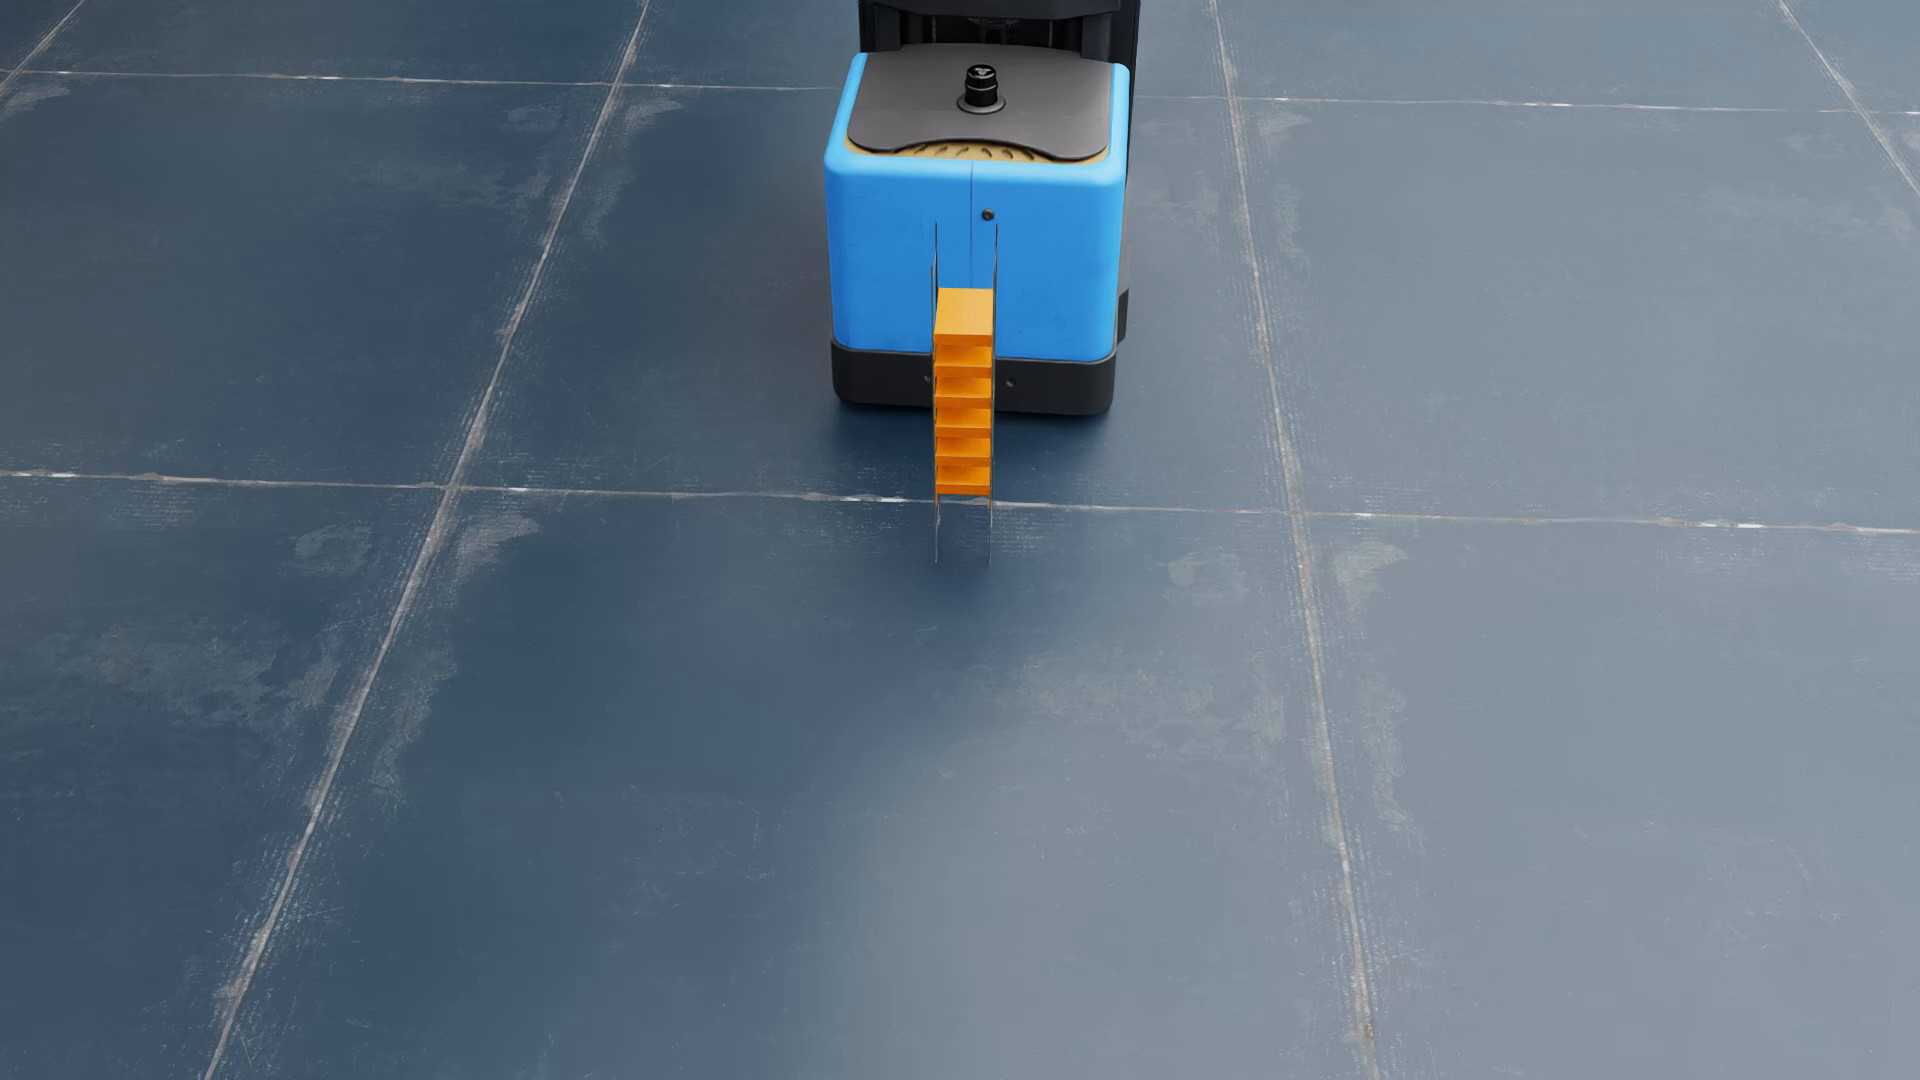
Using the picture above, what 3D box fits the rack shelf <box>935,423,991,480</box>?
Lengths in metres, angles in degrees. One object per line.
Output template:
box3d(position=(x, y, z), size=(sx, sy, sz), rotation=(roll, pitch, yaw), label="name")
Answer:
box3d(position=(0.014, -0.318, 5.453), size=(0.180, 0.103, 0.258), rotation=(2, 43, 2), label="rack shelf")

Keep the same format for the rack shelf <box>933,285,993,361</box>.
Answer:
box3d(position=(0.014, -0.669, 5.125), size=(0.180, 0.103, 0.258), rotation=(2, 43, 2), label="rack shelf")

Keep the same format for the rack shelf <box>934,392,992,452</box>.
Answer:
box3d(position=(0.014, -0.406, 5.371), size=(0.180, 0.103, 0.258), rotation=(2, 43, 2), label="rack shelf")

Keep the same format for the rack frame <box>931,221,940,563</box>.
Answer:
box3d(position=(-0.077, -0.441, 5.344), size=(0.006, 1.200, 0.240), rotation=(2, 43, 2), label="rack frame")

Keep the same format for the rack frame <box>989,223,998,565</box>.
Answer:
box3d(position=(0.106, -0.436, 5.338), size=(0.006, 1.200, 0.240), rotation=(2, 43, 2), label="rack frame")

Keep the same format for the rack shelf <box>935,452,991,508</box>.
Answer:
box3d(position=(0.014, -0.230, 5.534), size=(0.180, 0.103, 0.258), rotation=(2, 43, 2), label="rack shelf")

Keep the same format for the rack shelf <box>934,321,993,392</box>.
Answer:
box3d(position=(0.014, -0.582, 5.207), size=(0.180, 0.103, 0.258), rotation=(2, 43, 2), label="rack shelf")

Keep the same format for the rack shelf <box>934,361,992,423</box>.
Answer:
box3d(position=(0.014, -0.494, 5.289), size=(0.180, 0.103, 0.258), rotation=(2, 43, 2), label="rack shelf")

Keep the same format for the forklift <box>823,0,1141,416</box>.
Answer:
box3d(position=(0.174, -2.531, 6.317), size=(1.130, 2.935, 3.031), rotation=(4, 43, 4), label="forklift")

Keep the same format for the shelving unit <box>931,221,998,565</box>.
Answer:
box3d(position=(0.014, -0.439, 5.341), size=(0.189, 1.200, 0.258), rotation=(2, 43, 2), label="shelving unit")
